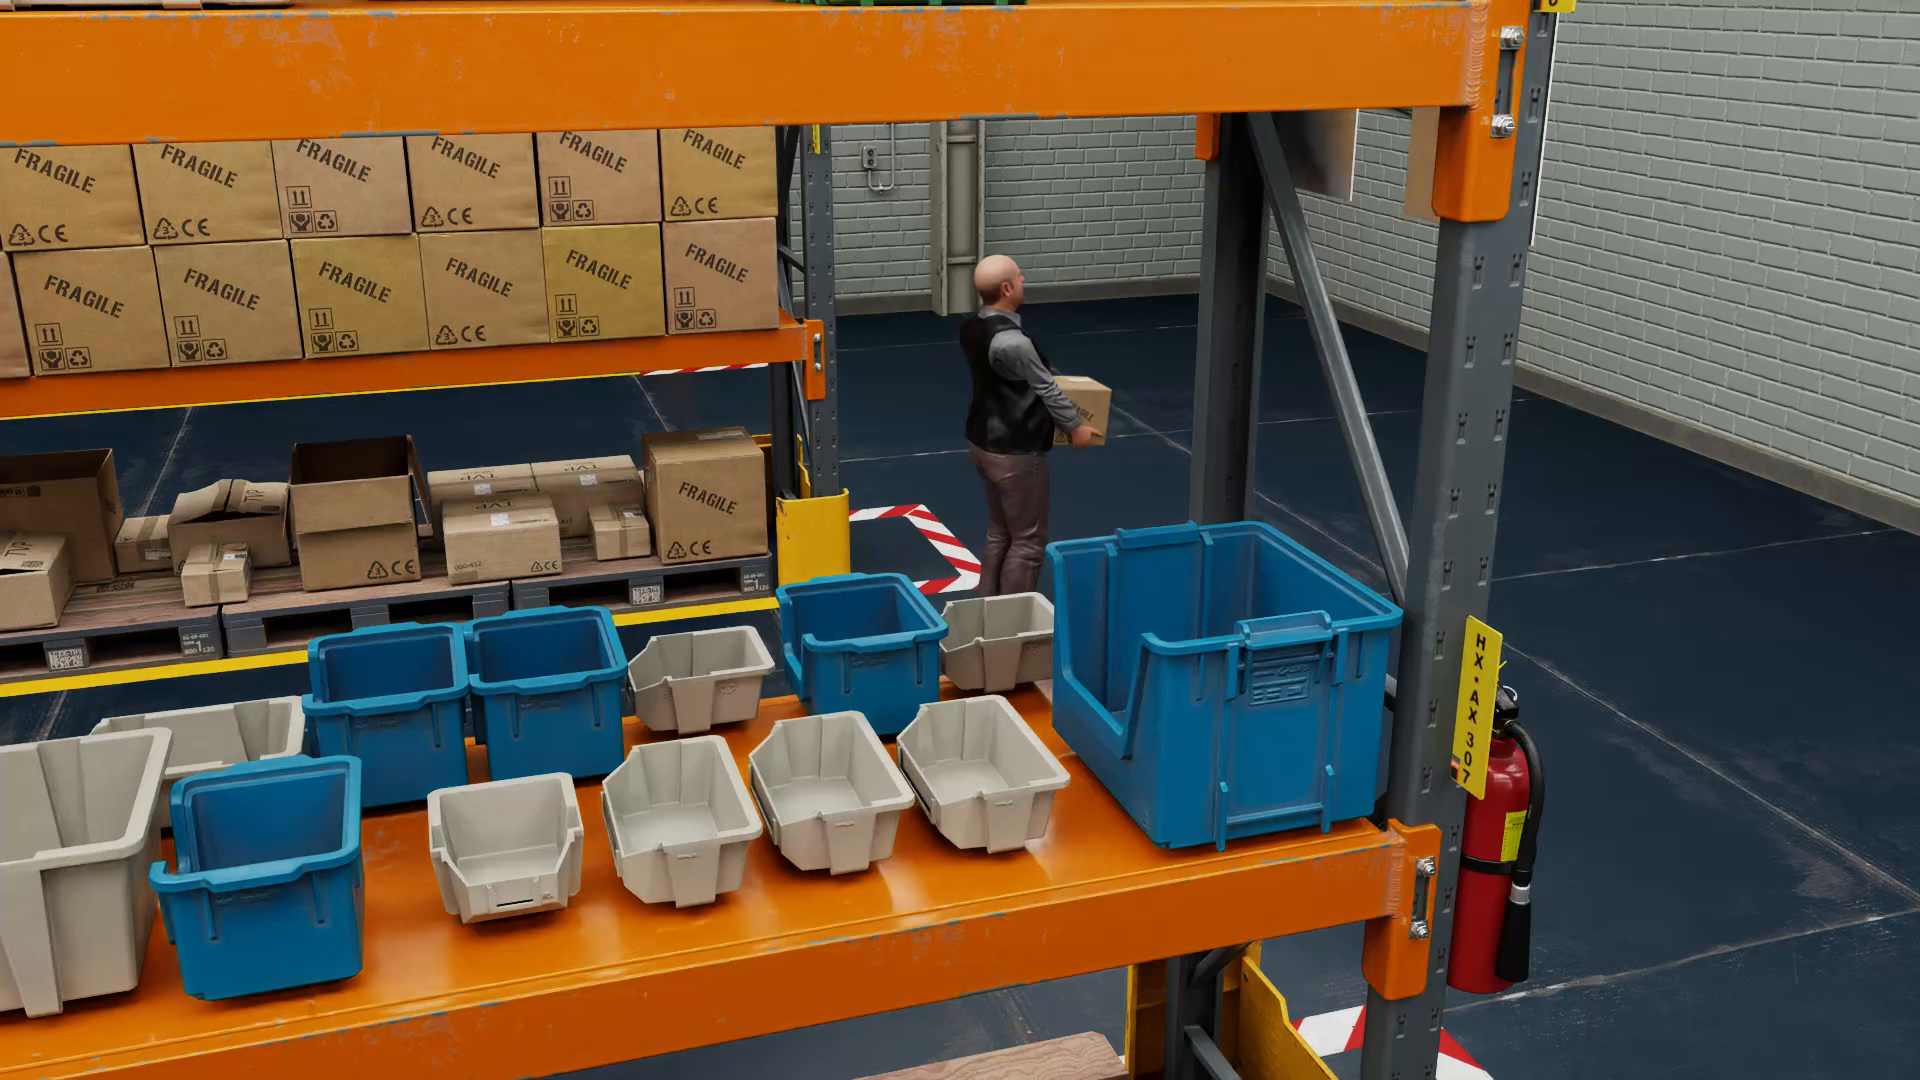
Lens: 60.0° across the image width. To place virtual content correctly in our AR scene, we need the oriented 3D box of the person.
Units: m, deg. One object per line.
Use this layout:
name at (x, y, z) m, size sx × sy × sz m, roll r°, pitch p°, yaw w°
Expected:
person at (0.307, -0.394, 7.258) m, size 0.551 × 1.711 × 0.494 m, roll -7°, pitch 20°, yaw -19°
